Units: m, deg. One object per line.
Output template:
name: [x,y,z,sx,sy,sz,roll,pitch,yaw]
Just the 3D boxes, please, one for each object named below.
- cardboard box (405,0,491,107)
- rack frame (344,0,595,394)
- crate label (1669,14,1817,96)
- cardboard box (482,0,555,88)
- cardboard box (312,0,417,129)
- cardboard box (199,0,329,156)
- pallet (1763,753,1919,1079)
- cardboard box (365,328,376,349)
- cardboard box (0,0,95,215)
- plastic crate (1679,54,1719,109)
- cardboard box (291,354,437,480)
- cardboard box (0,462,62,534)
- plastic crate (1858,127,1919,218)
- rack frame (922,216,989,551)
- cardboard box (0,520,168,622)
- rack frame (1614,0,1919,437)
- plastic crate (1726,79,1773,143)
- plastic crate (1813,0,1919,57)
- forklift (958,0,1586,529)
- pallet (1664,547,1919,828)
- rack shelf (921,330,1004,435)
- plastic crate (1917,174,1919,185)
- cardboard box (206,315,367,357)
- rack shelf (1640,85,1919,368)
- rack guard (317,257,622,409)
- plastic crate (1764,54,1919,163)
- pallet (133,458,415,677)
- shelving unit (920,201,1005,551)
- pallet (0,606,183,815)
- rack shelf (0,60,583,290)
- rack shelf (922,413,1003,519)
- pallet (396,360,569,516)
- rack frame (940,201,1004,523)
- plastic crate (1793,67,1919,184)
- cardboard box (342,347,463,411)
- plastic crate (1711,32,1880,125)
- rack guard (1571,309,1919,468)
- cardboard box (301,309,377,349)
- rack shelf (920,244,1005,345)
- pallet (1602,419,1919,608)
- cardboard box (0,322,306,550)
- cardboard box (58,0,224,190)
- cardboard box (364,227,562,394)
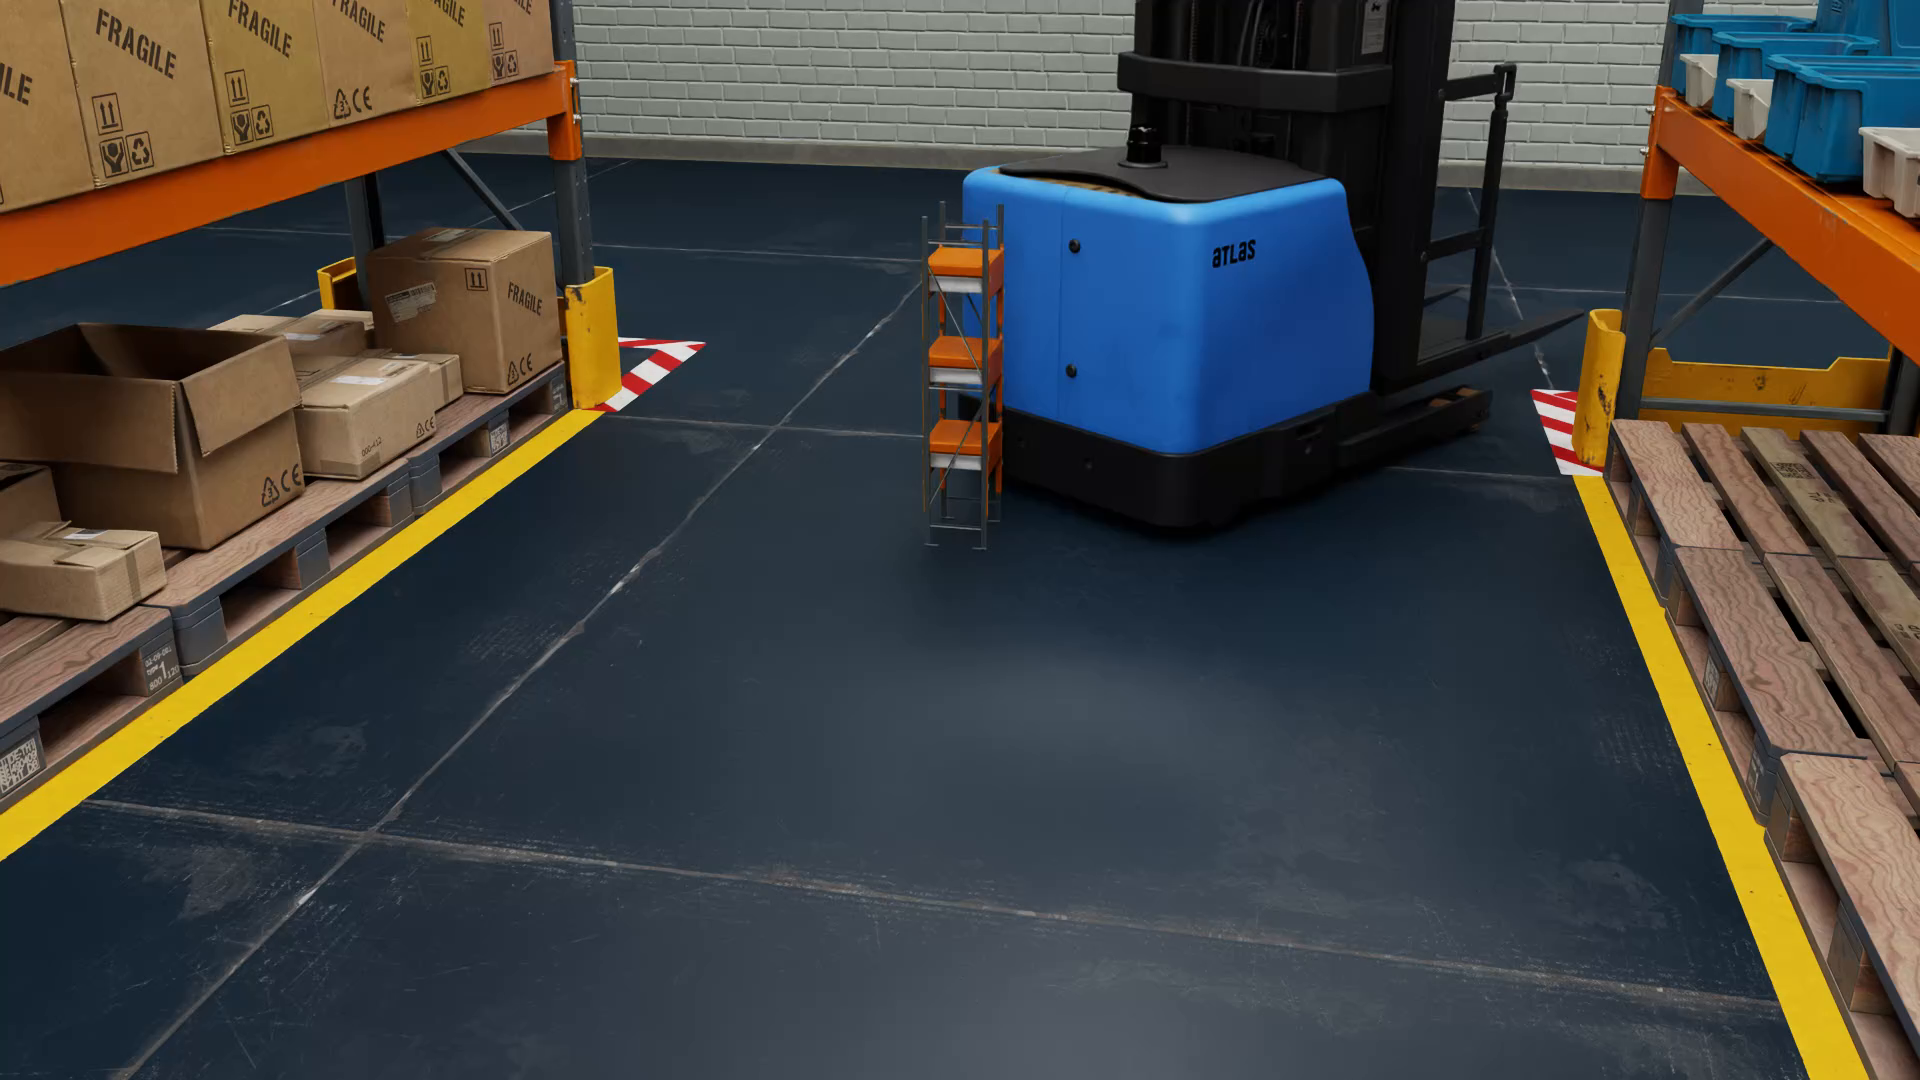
cardboard box: [-1.912,-1.718,5.469,0.500,0.500,0.500,5,22,11]
rack frame: [-1.985,-2.046,6.418,1.000,3.000,0.127,4,22,11]
crate label: [2.491,-1.552,5.335,0.416,0.233,0.303,4,22,11]
cardboard box: [-1.810,-1.908,5.941,0.500,0.500,0.500,5,23,13]
cardboard box: [-2.019,-1.536,5.017,0.500,0.500,0.500,5,22,11]
cardboard box: [-2.122,-1.351,4.560,0.500,0.500,0.500,4,22,10]
pallet: [2.159,0.818,3.041,1.003,0.211,1.213,4,22,11]
cardboard box: [-2.458,-0.717,6.323,0.380,0.166,0.250,4,22,11]
cardboard box: [-2.329,-0.982,3.644,0.500,0.500,0.500,5,22,12]
plastic crate: [2.344,-1.396,5.077,0.250,0.136,0.298,4,22,11]
cardboard box: [-2.078,-0.412,5.452,0.500,0.250,0.500,4,22,11]
cardboard box: [-2.809,-0.044,4.458,0.500,0.311,0.500,4,22,11]
plastic crate: [2.108,-0.769,3.521,0.293,0.136,0.466,4,22,11]
rack frame: [-0.014,-0.462,5.095,0.200,1.050,0.008,4,22,11]
cardboard box: [-2.337,0.073,4.360,0.380,0.166,0.250,4,22,11]
rack frame: [2.864,-1.667,5.477,1.000,3.000,0.127,4,22,11]
plastic crate: [2.206,-1.148,4.461,0.250,0.136,0.298,4,22,11]
plastic crate: [2.978,-1.574,5.120,0.616,0.435,0.499,4,22,11]
forklift: [1.403,-1.849,6.021,3.031,2.935,1.130,-20,29,-40]
pallet: [2.406,0.370,4.152,1.003,0.211,1.213,4,22,11]
rack shelf: [0.011,-0.497,5.210,0.215,0.259,0.240,4,22,11]
plastic crate: [2.013,-0.534,2.952,0.437,0.125,0.590,4,22,11]
cardboard box: [-2.475,-0.614,5.955,0.500,0.250,0.500,4,22,11]
rack shelf: [2.455,-0.602,3.795,1.077,0.370,4.000,4,22,11]
rack guard: [-2.000,-0.858,6.816,1.175,0.500,0.348,4,22,11]
plastic crate: [2.222,-1.070,4.139,0.416,0.233,0.300,4,22,11]
pallet: [-2.413,0.012,5.041,1.003,0.211,1.213,4,22,11]
shelving unit: [0.011,-0.507,5.206,0.215,1.050,0.252,4,22,11]
pallet: [-2.660,0.460,3.930,1.003,0.211,1.213,4,22,11]
rack shelf: [-2.393,-0.981,4.736,1.077,0.370,4.000,4,22,11]
rack shelf: [0.011,-0.239,5.314,0.215,0.259,0.240,4,22,11]
pallet: [-2.162,-0.433,6.146,1.003,0.211,1.213,4,22,11]
rack frame: [0.036,-0.551,5.317,0.200,1.050,0.008,4,22,11]
plastic crate: [2.161,-0.960,3.867,0.416,0.233,0.300,4,22,11]
cardboard box: [-2.025,-0.577,5.974,0.380,0.166,0.250,4,22,11]
plastic crate: [2.357,-1.311,4.737,0.416,0.233,0.300,4,22,11]
rack guard: [2.856,-0.517,5.968,1.175,0.500,0.348,4,22,11]
cardboard box: [-2.407,-0.800,6.553,0.380,0.149,0.250,4,22,11]
rack shelf: [0.011,-0.760,5.104,0.215,0.259,0.240,4,22,11]
pallet: [2.657,-0.075,5.256,1.003,0.211,1.213,4,22,11]
cardboard box: [-2.423,-0.316,4.877,0.797,0.503,0.637,4,22,11]
cardboard box: [-2.225,-1.165,4.098,0.500,0.500,0.500,4,22,11]
cardboard box: [-1.855,-0.873,6.262,0.500,0.500,0.500,4,22,11]
